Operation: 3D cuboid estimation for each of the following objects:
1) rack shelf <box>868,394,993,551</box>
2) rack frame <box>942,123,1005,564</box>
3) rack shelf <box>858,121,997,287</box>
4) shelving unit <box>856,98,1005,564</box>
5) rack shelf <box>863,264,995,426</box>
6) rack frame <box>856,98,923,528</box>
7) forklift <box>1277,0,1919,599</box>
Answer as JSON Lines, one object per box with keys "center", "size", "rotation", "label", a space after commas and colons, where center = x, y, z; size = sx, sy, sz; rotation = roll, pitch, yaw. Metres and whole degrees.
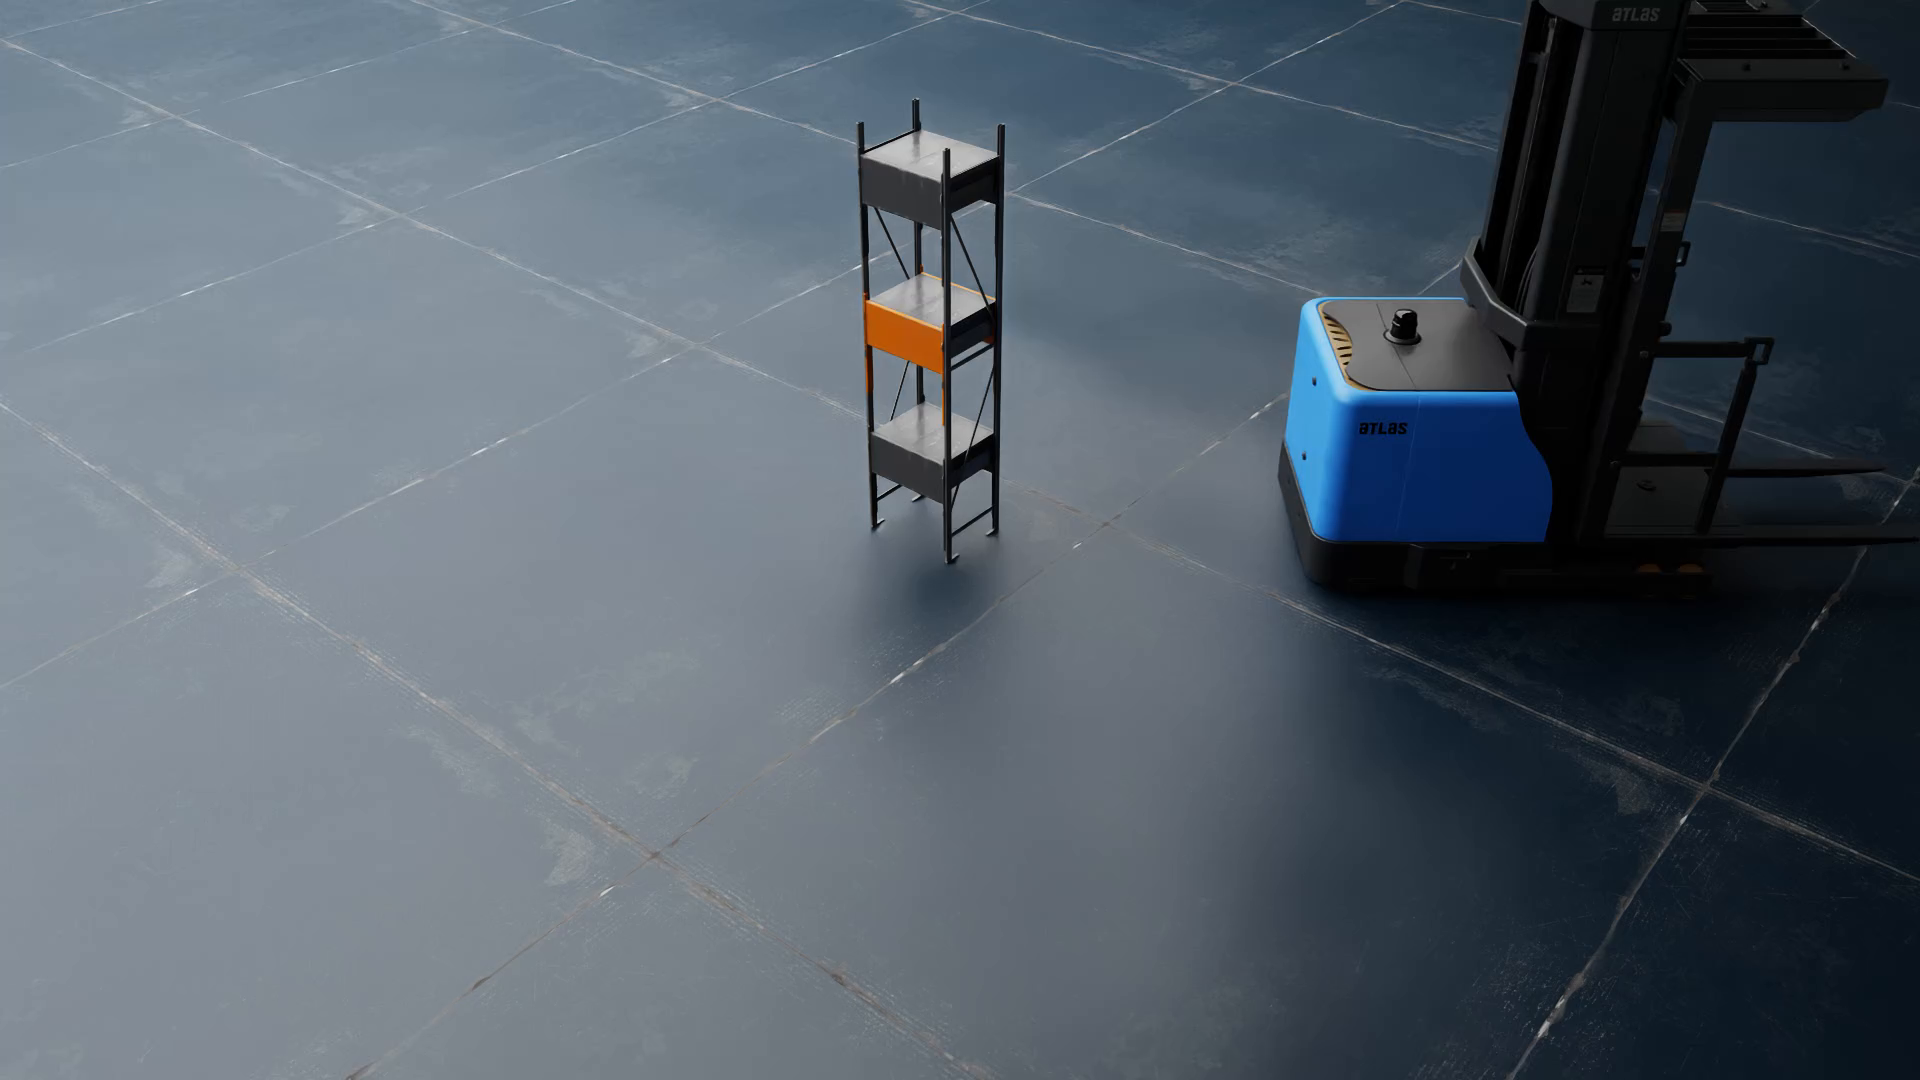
{"center": [-0.127, -0.337, 8.147], "size": [0.480, 0.518, 0.431], "rotation": [25, 42, 32], "label": "rack shelf"}
{"center": [0.060, -0.837, 7.614], "size": [0.015, 2.100, 0.400], "rotation": [25, 42, 32], "label": "rack frame"}
{"center": [-0.127, -1.491, 7.354], "size": [0.480, 0.518, 0.431], "rotation": [25, 42, 32], "label": "rack shelf"}
{"center": [-0.127, -0.926, 7.743], "size": [0.503, 2.100, 0.431], "rotation": [25, 42, 32], "label": "shelving unit"}
{"center": [-0.127, -0.914, 7.751], "size": [0.480, 0.518, 0.431], "rotation": [25, 42, 32], "label": "rack shelf"}
{"center": [-0.315, -1.014, 7.872], "size": [0.015, 2.100, 0.400], "rotation": [25, 42, 32], "label": "rack frame"}
{"center": [3.155, -1.231, 7.454], "size": [3.031, 2.935, 1.130], "rotation": [0, 34, 0], "label": "forklift"}
